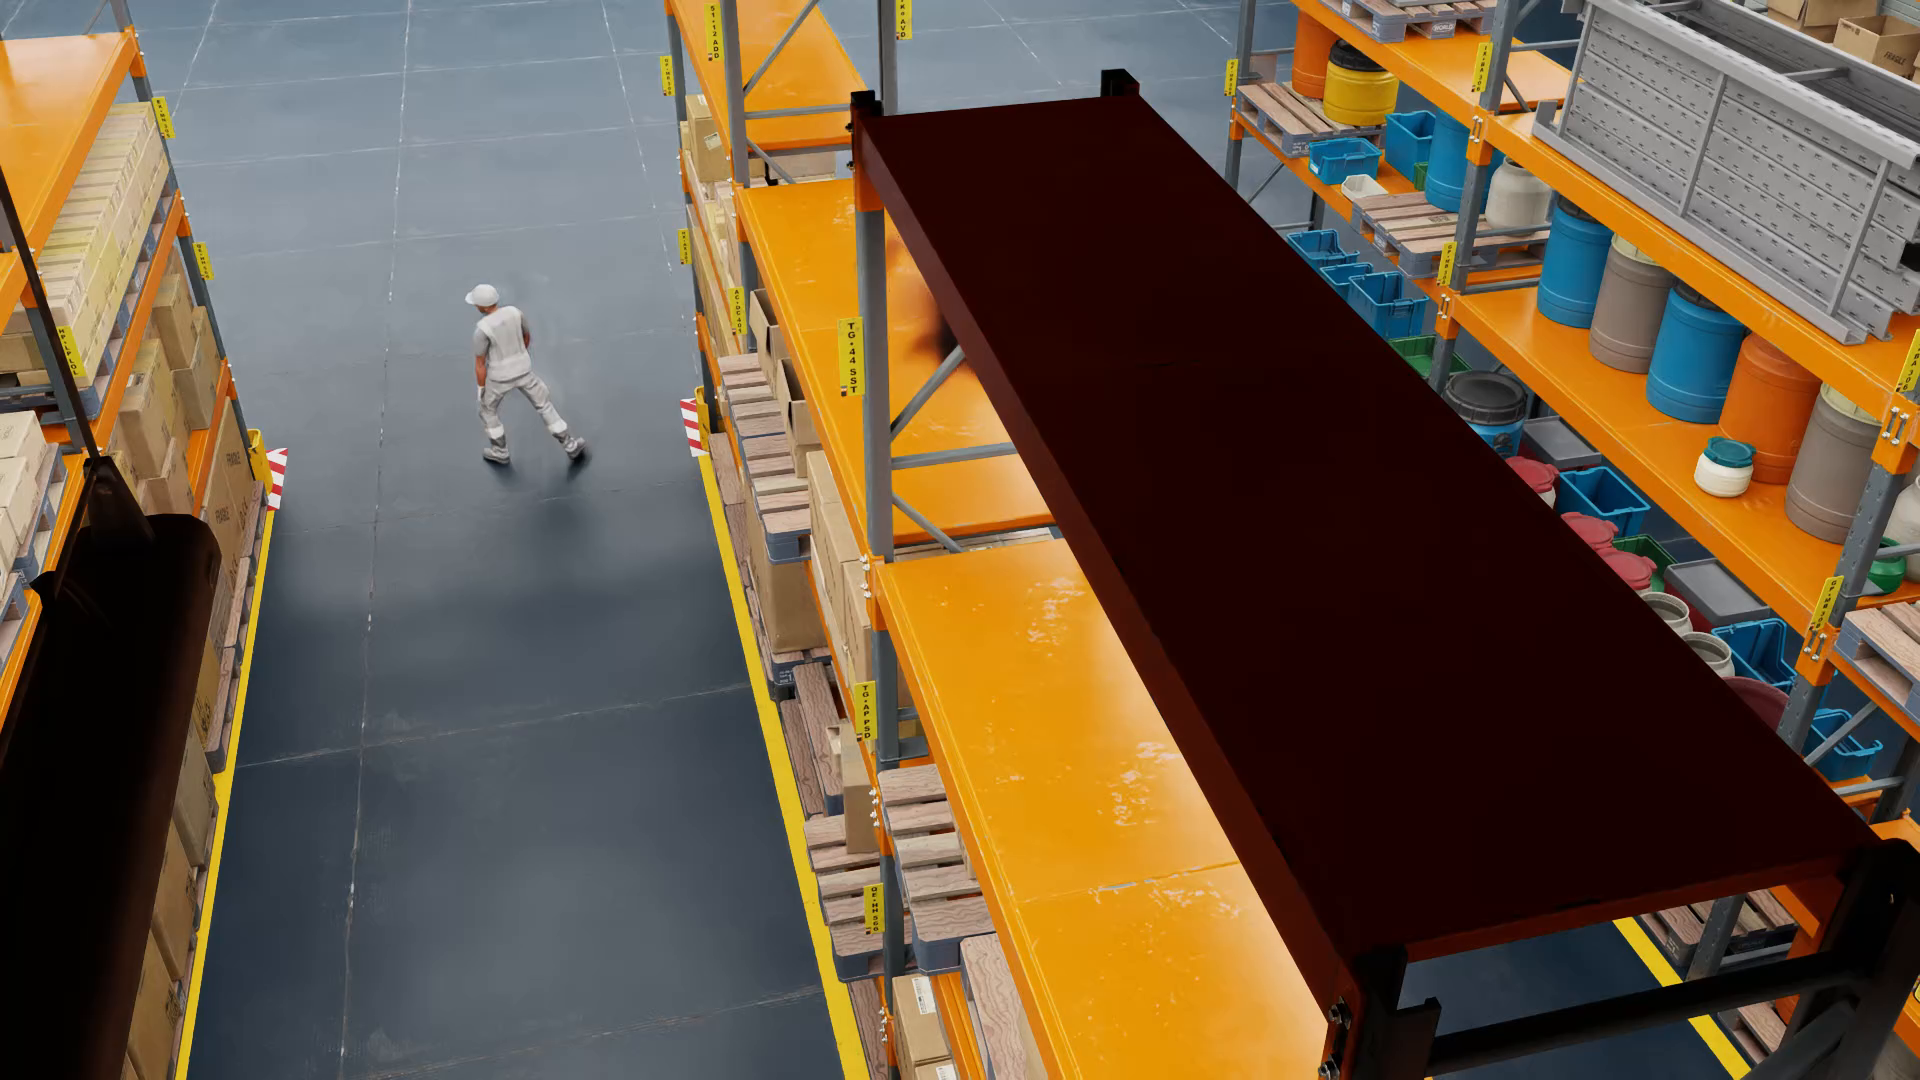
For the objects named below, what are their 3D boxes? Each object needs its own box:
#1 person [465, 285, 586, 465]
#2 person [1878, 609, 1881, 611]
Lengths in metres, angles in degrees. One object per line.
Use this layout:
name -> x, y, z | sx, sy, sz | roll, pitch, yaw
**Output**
person -> -3.893, -1.477, 14.737 | 0.840, 1.722, 0.740 | -28, 43, -34
person -> 7.023, -0.114, 12.784 | 0.774, 1.673, 0.702 | 29, 44, 35
